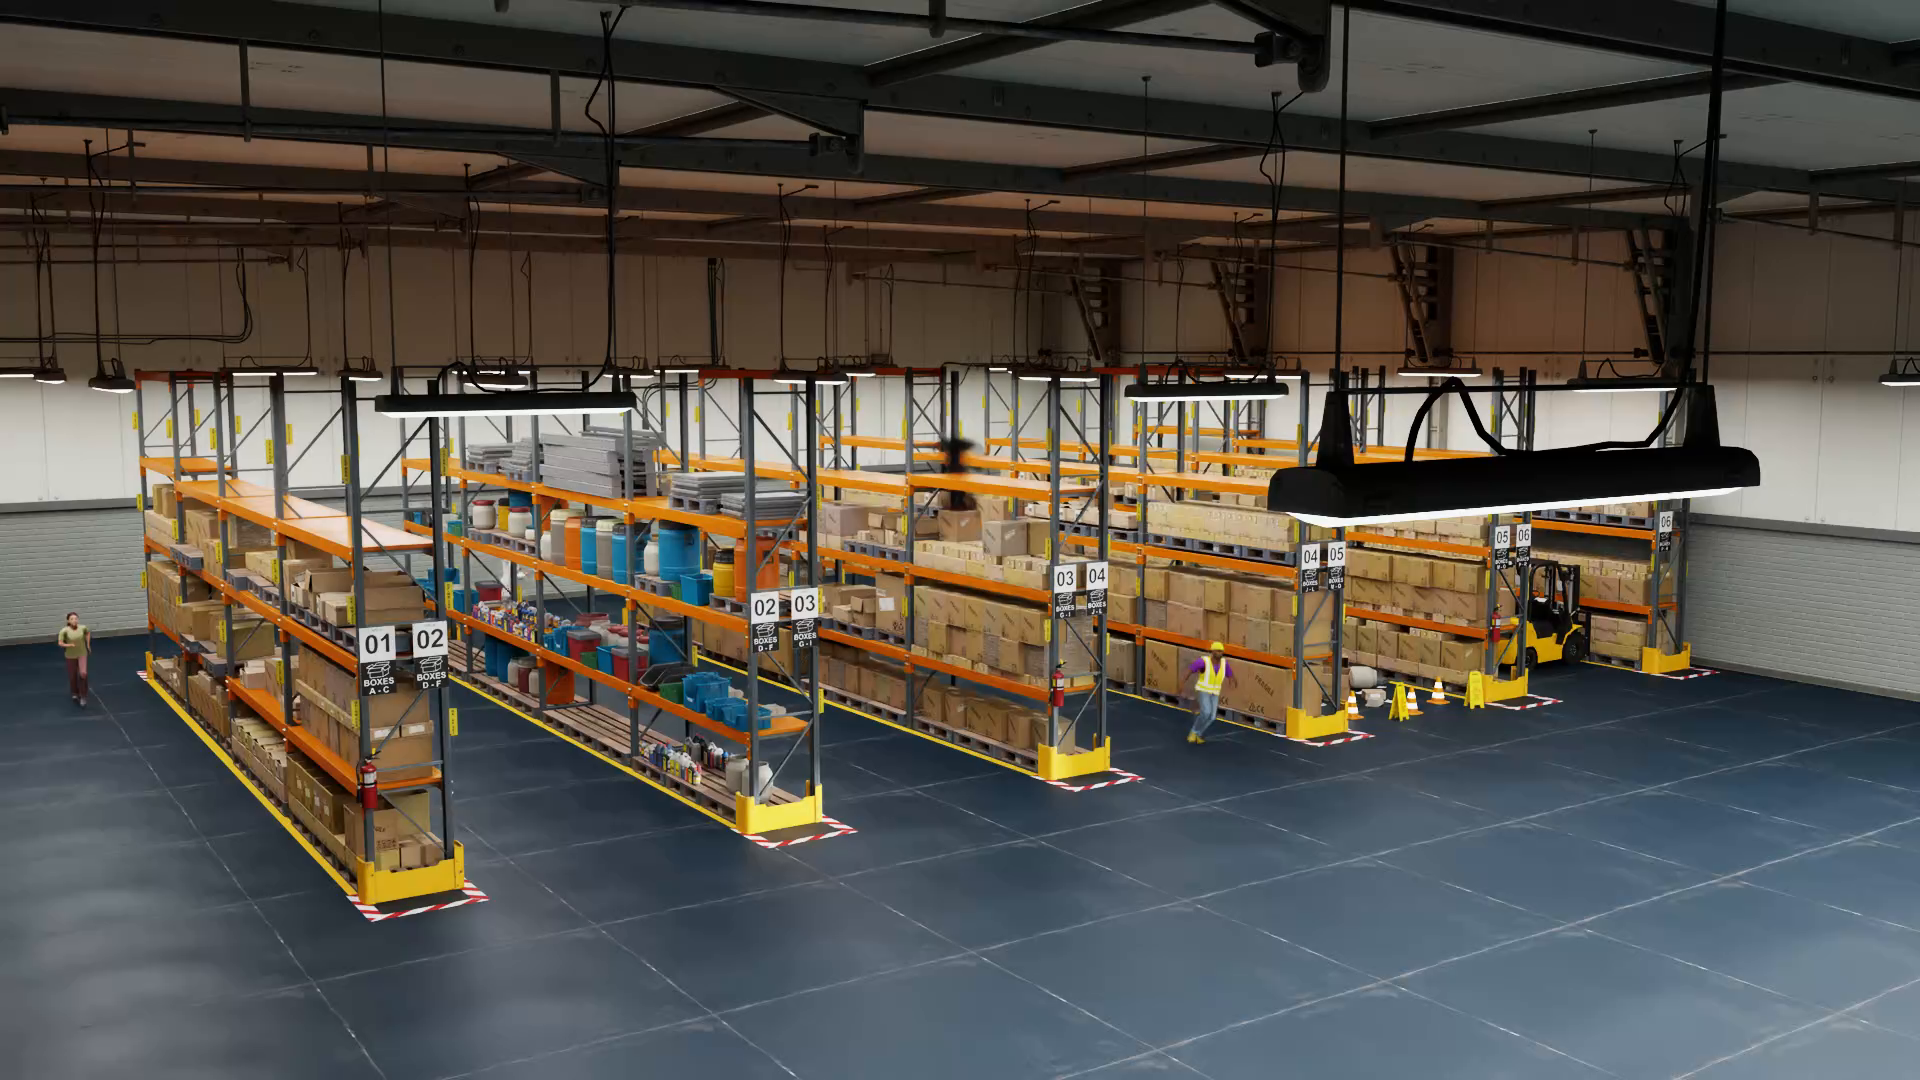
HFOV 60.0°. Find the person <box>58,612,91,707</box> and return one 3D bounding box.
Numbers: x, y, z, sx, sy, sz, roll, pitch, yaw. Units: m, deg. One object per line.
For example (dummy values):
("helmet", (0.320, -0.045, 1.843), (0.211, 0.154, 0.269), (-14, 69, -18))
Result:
("person", (-15.891, 2.135, 29.878), (0.526, 1.713, 0.804), (-4, 7, -30))

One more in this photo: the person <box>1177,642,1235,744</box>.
("person", (4.059, 2.480, 26.907), (0.890, 1.659, 0.668), (-4, 7, -28))

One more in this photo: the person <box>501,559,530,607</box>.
("person", (-10.604, 1.097, 39.091), (0.976, 1.746, 0.726), (-1, 7, -10))
